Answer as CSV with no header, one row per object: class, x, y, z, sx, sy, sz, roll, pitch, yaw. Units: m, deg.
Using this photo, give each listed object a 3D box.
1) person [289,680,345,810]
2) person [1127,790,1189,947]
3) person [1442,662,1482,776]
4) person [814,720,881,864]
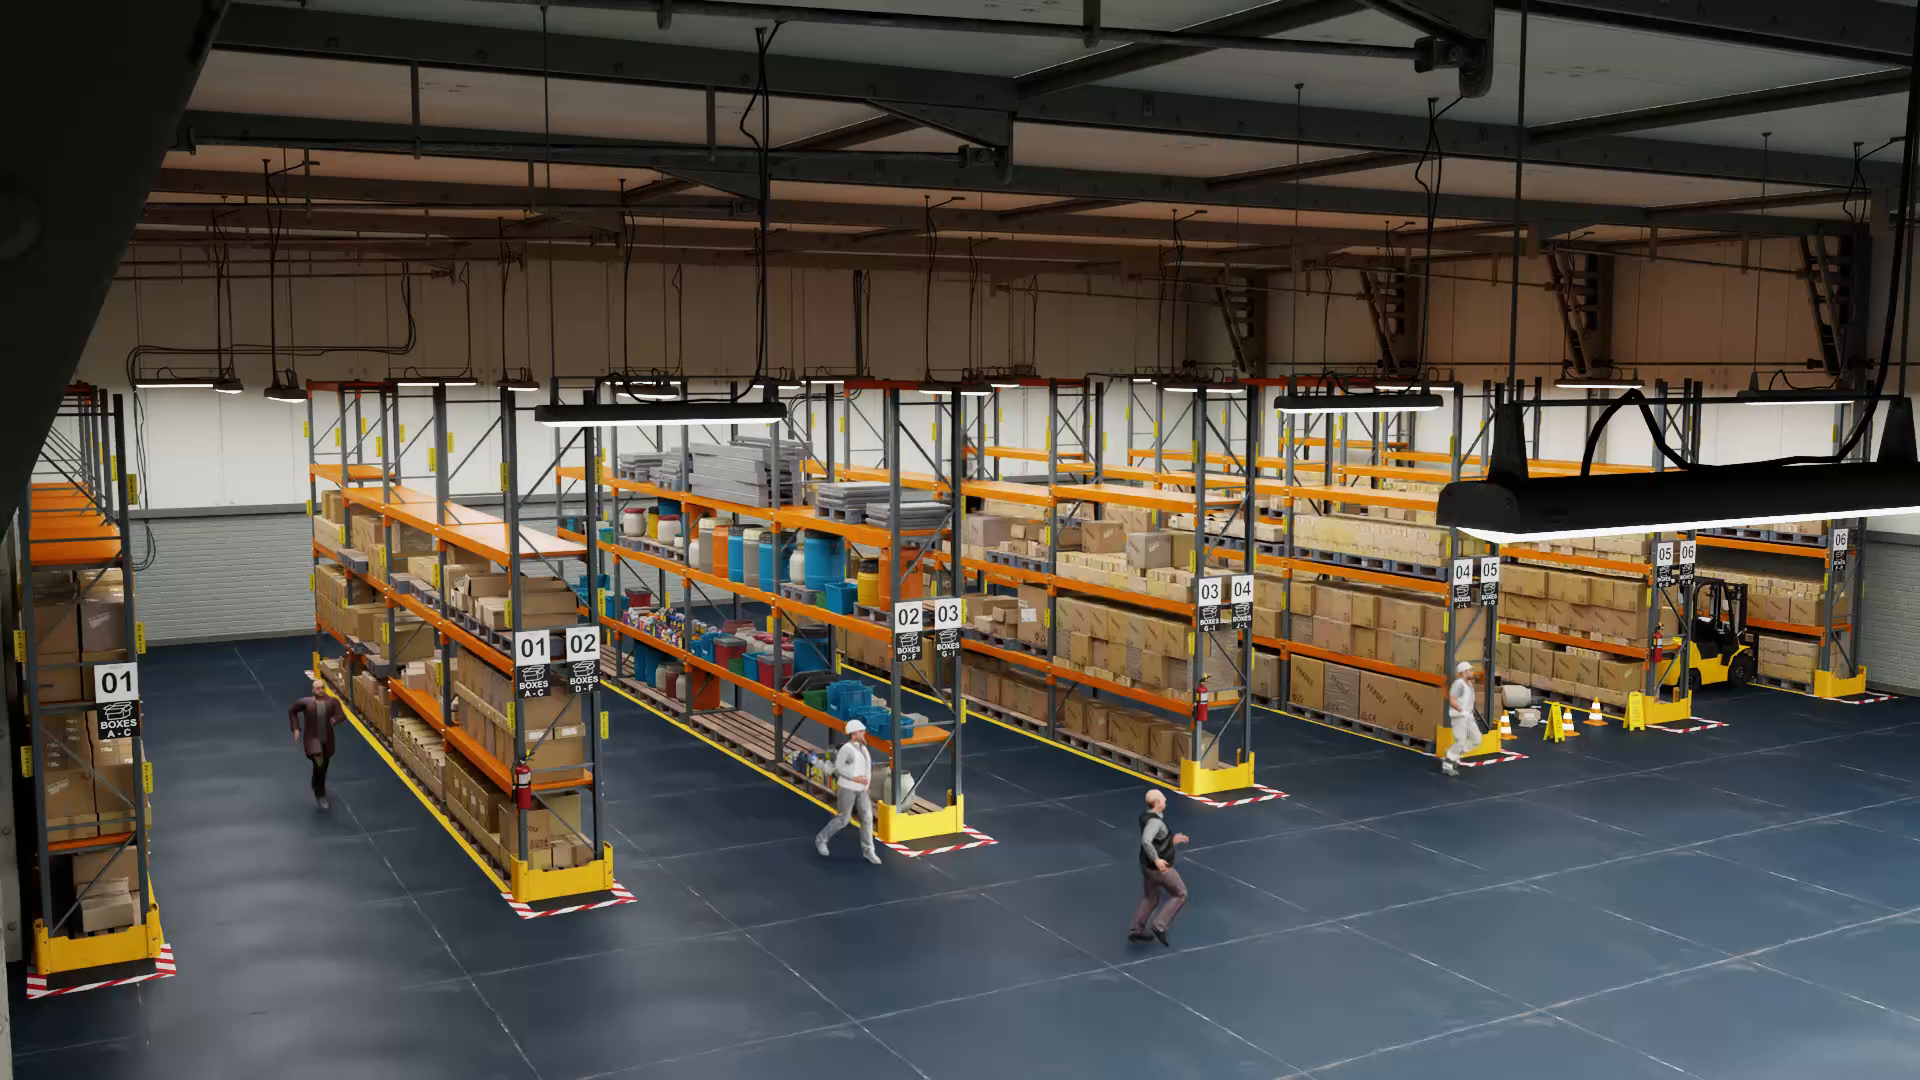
person,-9.194,3.008,23.882,0.666,1.650,0.937,-5,8,-41
person,2.166,3.560,18.068,0.693,1.720,0.629,-1,6,-13
person,7.800,2.745,25.656,0.525,1.717,0.721,5,8,40
person,-1.333,3.192,21.299,0.939,1.768,0.727,4,7,32
